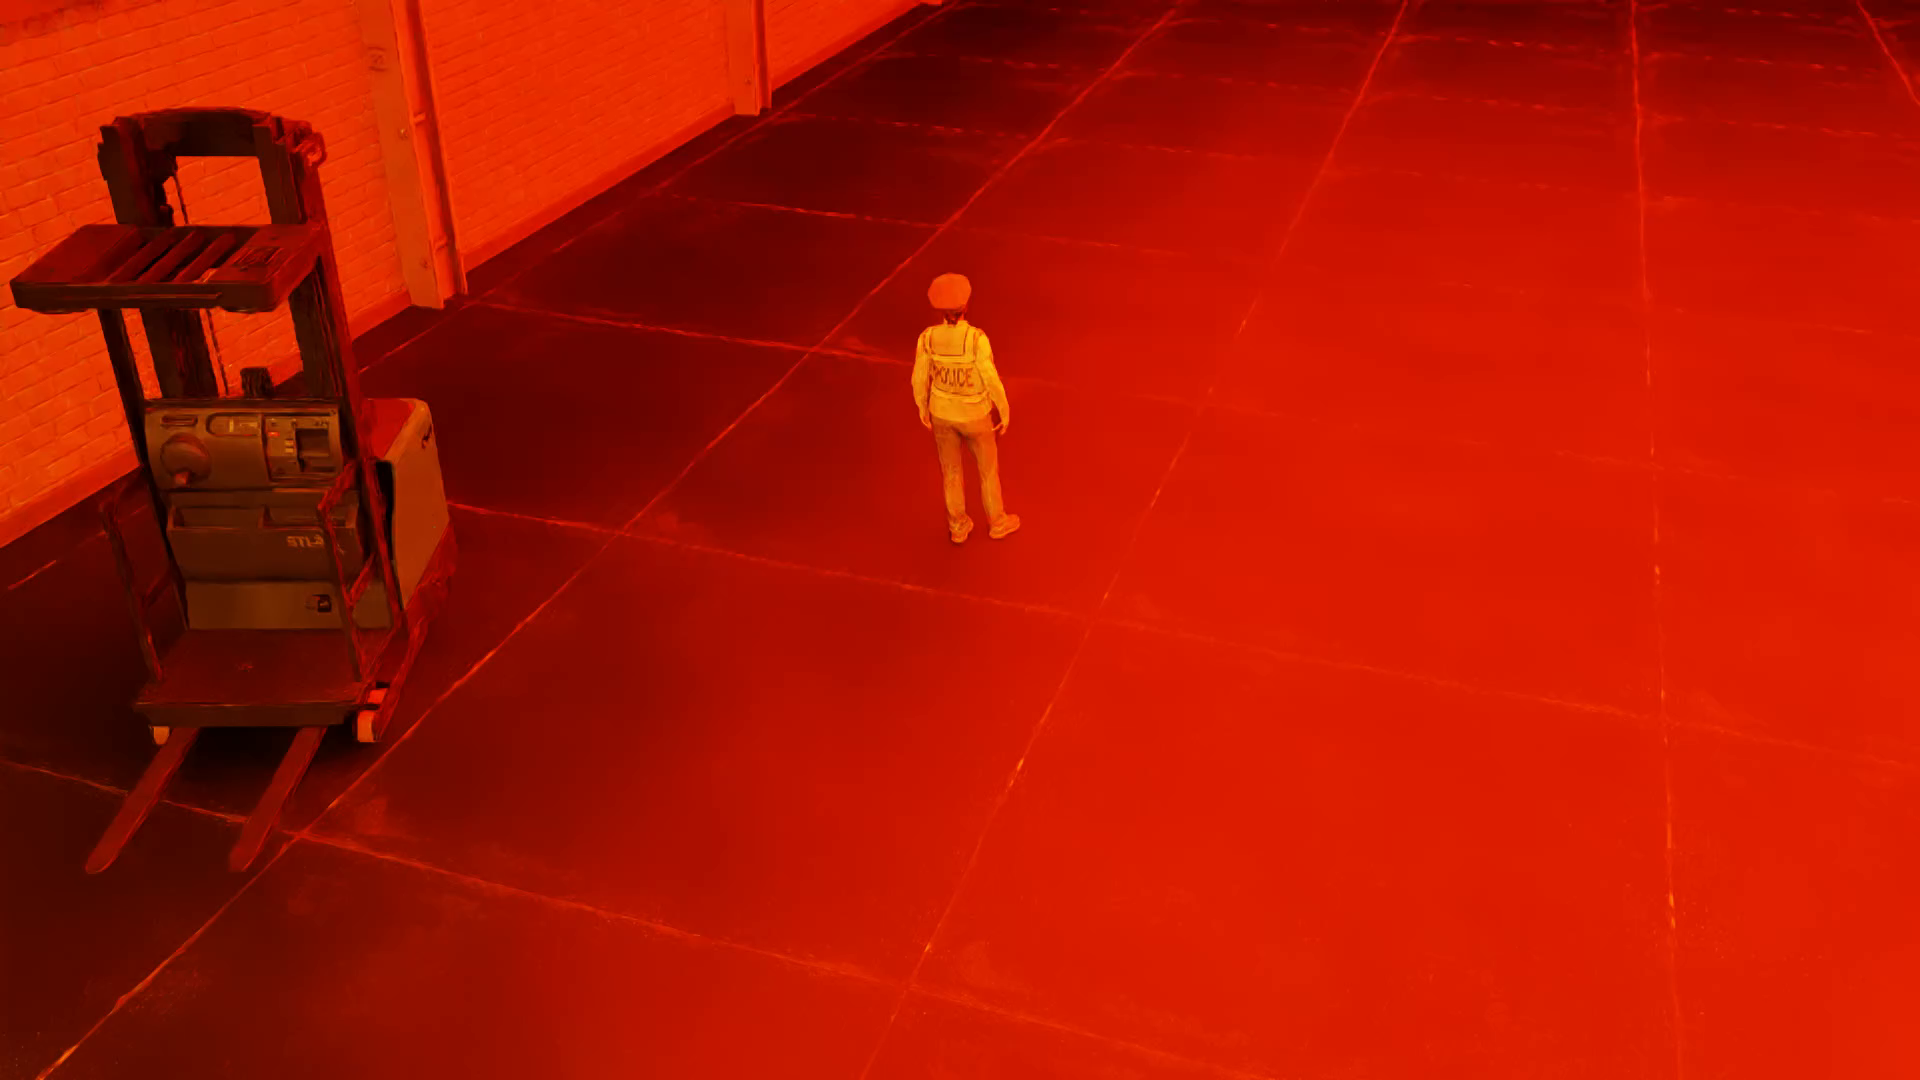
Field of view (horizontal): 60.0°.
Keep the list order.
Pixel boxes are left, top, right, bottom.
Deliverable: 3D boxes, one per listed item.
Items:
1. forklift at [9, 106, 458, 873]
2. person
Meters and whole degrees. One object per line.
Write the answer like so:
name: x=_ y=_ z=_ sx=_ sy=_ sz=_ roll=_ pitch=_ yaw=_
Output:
forklift: x=-3.450 y=-0.406 z=7.849 sx=1.130 sy=2.935 sz=3.031 roll=-1 pitch=30 yaw=-1
person: x=0.029 y=-0.773 z=9.726 sx=0.586 sy=1.695 sz=0.532 roll=10 pitch=31 yaw=16
